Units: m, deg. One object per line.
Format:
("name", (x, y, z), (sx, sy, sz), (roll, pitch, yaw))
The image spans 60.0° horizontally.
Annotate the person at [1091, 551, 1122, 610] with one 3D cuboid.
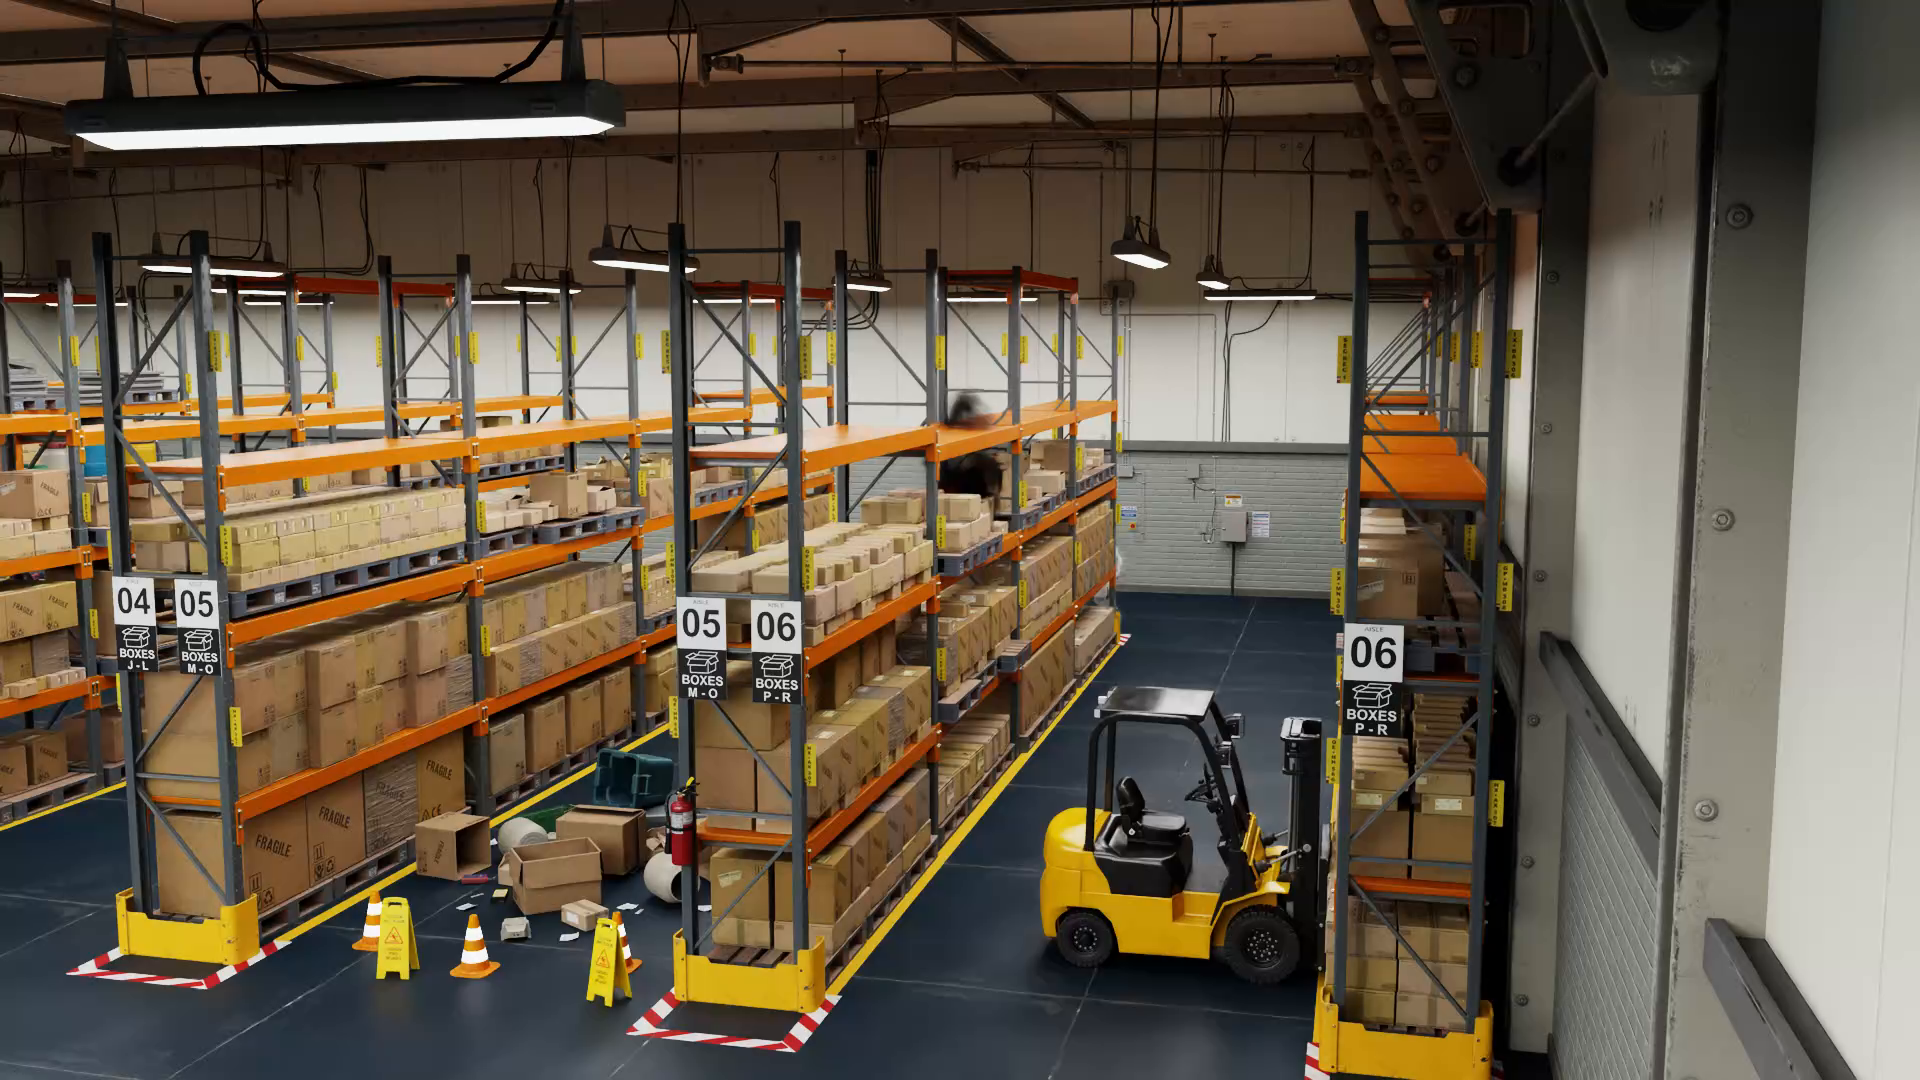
("person", (2.462, 0.720, 29.581), (0.591, 1.696, 0.722), (6, 9, 39))
